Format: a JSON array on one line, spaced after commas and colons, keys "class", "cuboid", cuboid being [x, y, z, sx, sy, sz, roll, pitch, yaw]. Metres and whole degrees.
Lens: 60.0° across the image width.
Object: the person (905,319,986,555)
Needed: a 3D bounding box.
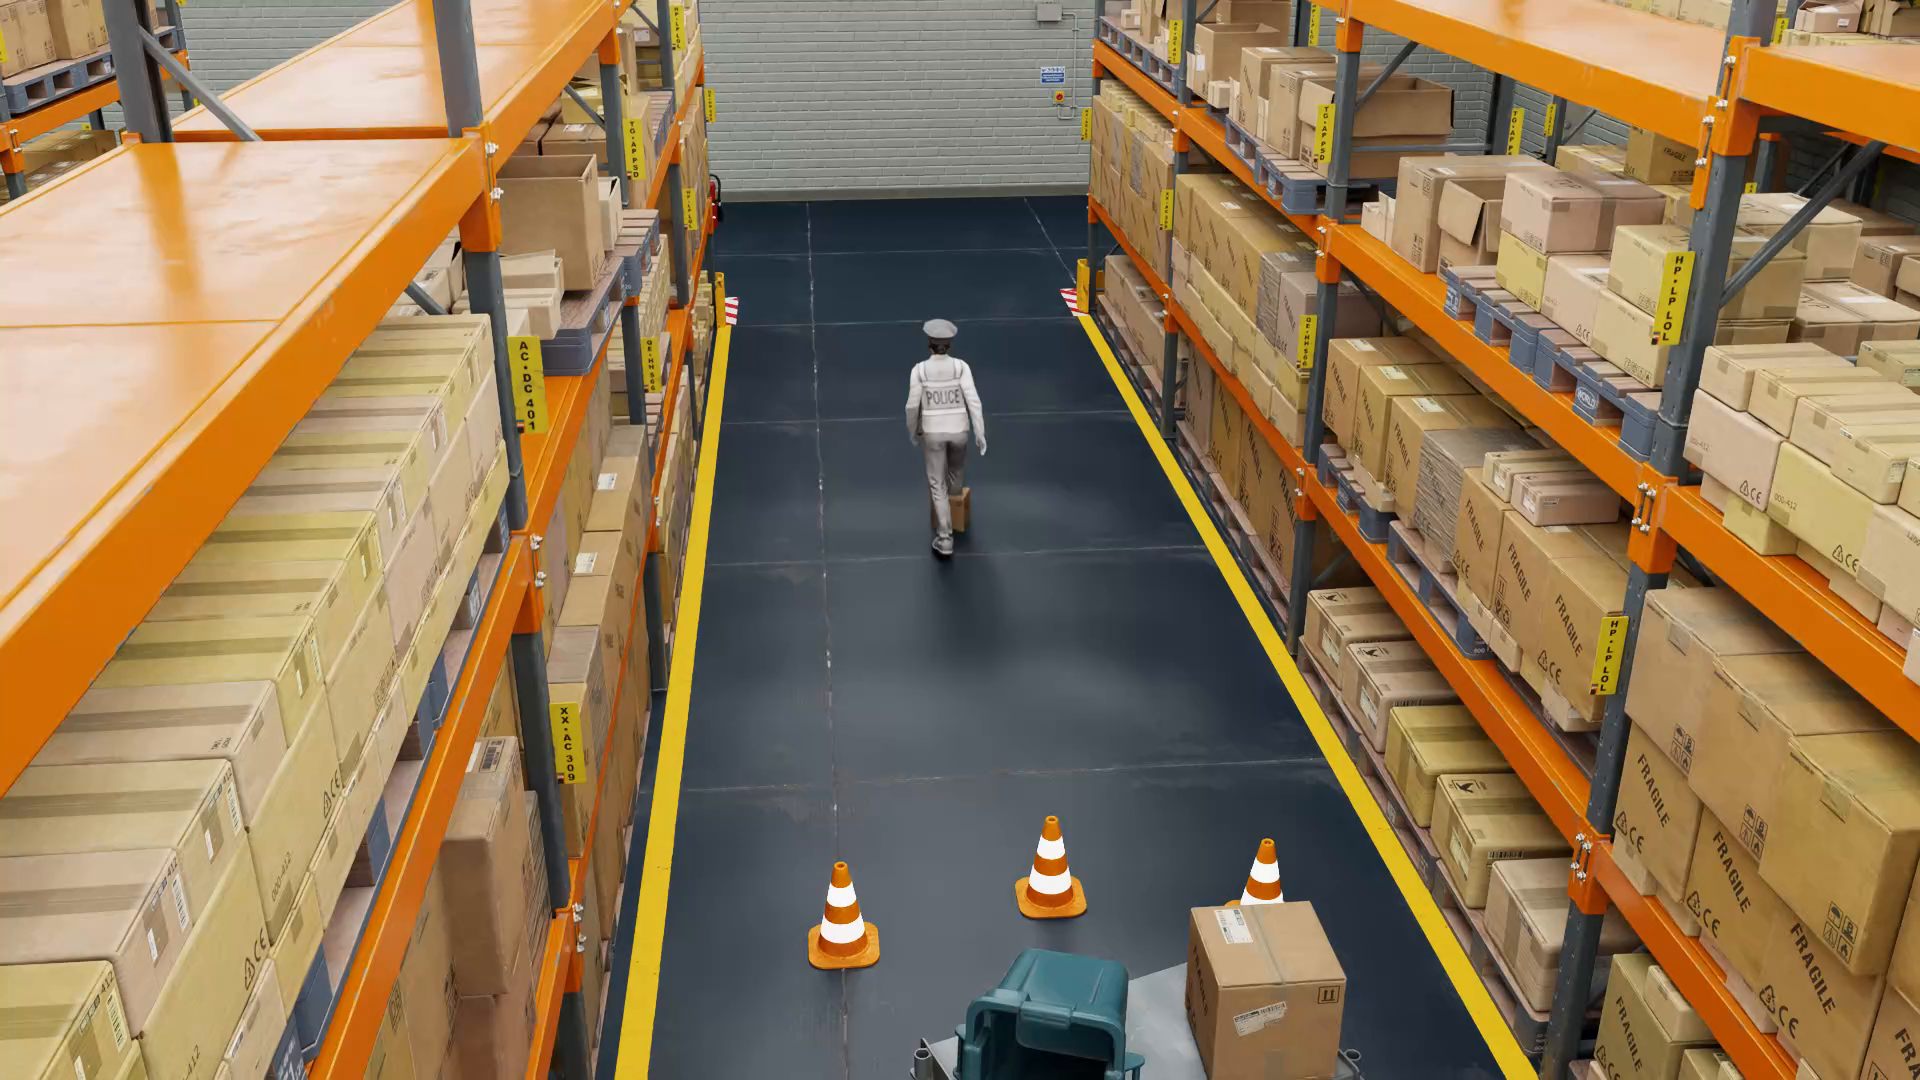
[{"class": "person", "cuboid": [-0.121, -0.794, 12.125, 0.557, 1.593, 1.019, -5, 24, -11]}]
